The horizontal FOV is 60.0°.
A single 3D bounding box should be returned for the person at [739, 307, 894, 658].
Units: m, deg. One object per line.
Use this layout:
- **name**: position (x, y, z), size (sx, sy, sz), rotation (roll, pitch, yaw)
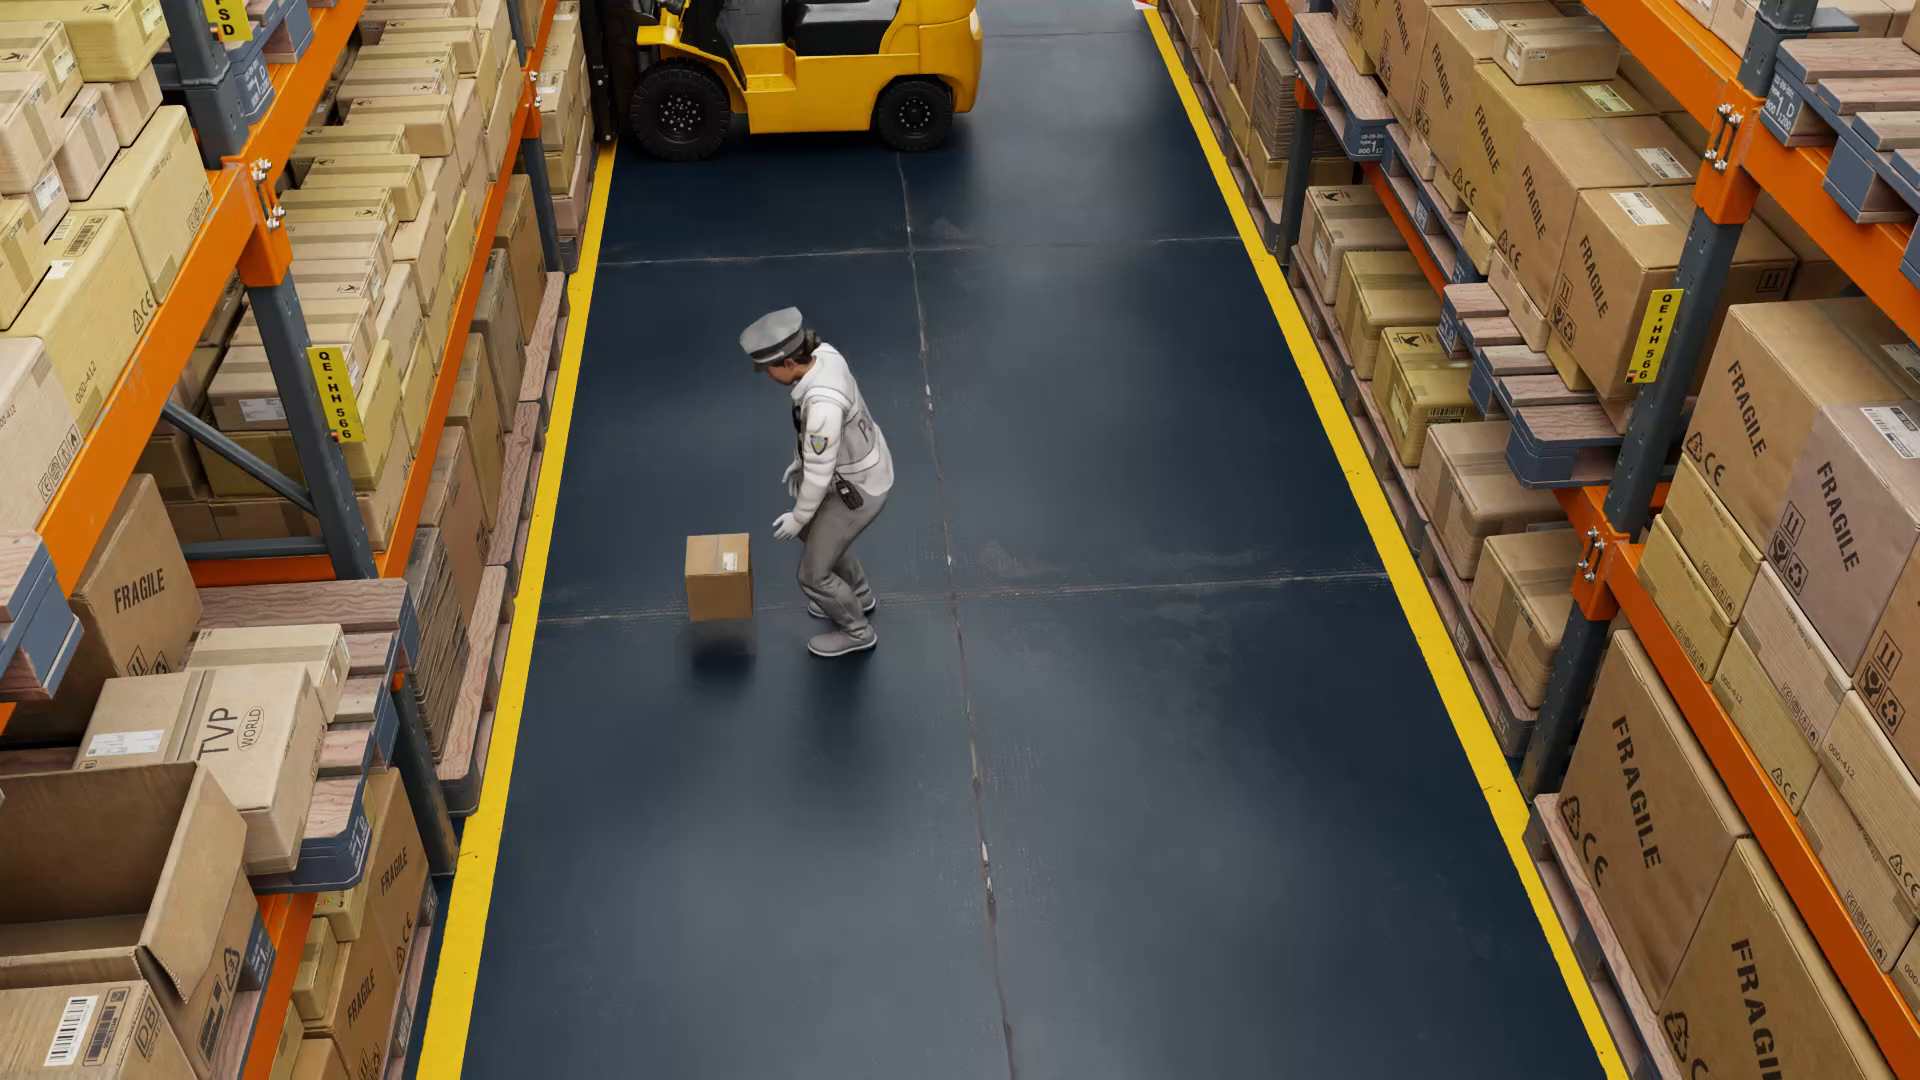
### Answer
- **person**: position (-0.531, -0.201, 6.501), size (0.548, 1.548, 0.520), rotation (-2, 39, -3)
